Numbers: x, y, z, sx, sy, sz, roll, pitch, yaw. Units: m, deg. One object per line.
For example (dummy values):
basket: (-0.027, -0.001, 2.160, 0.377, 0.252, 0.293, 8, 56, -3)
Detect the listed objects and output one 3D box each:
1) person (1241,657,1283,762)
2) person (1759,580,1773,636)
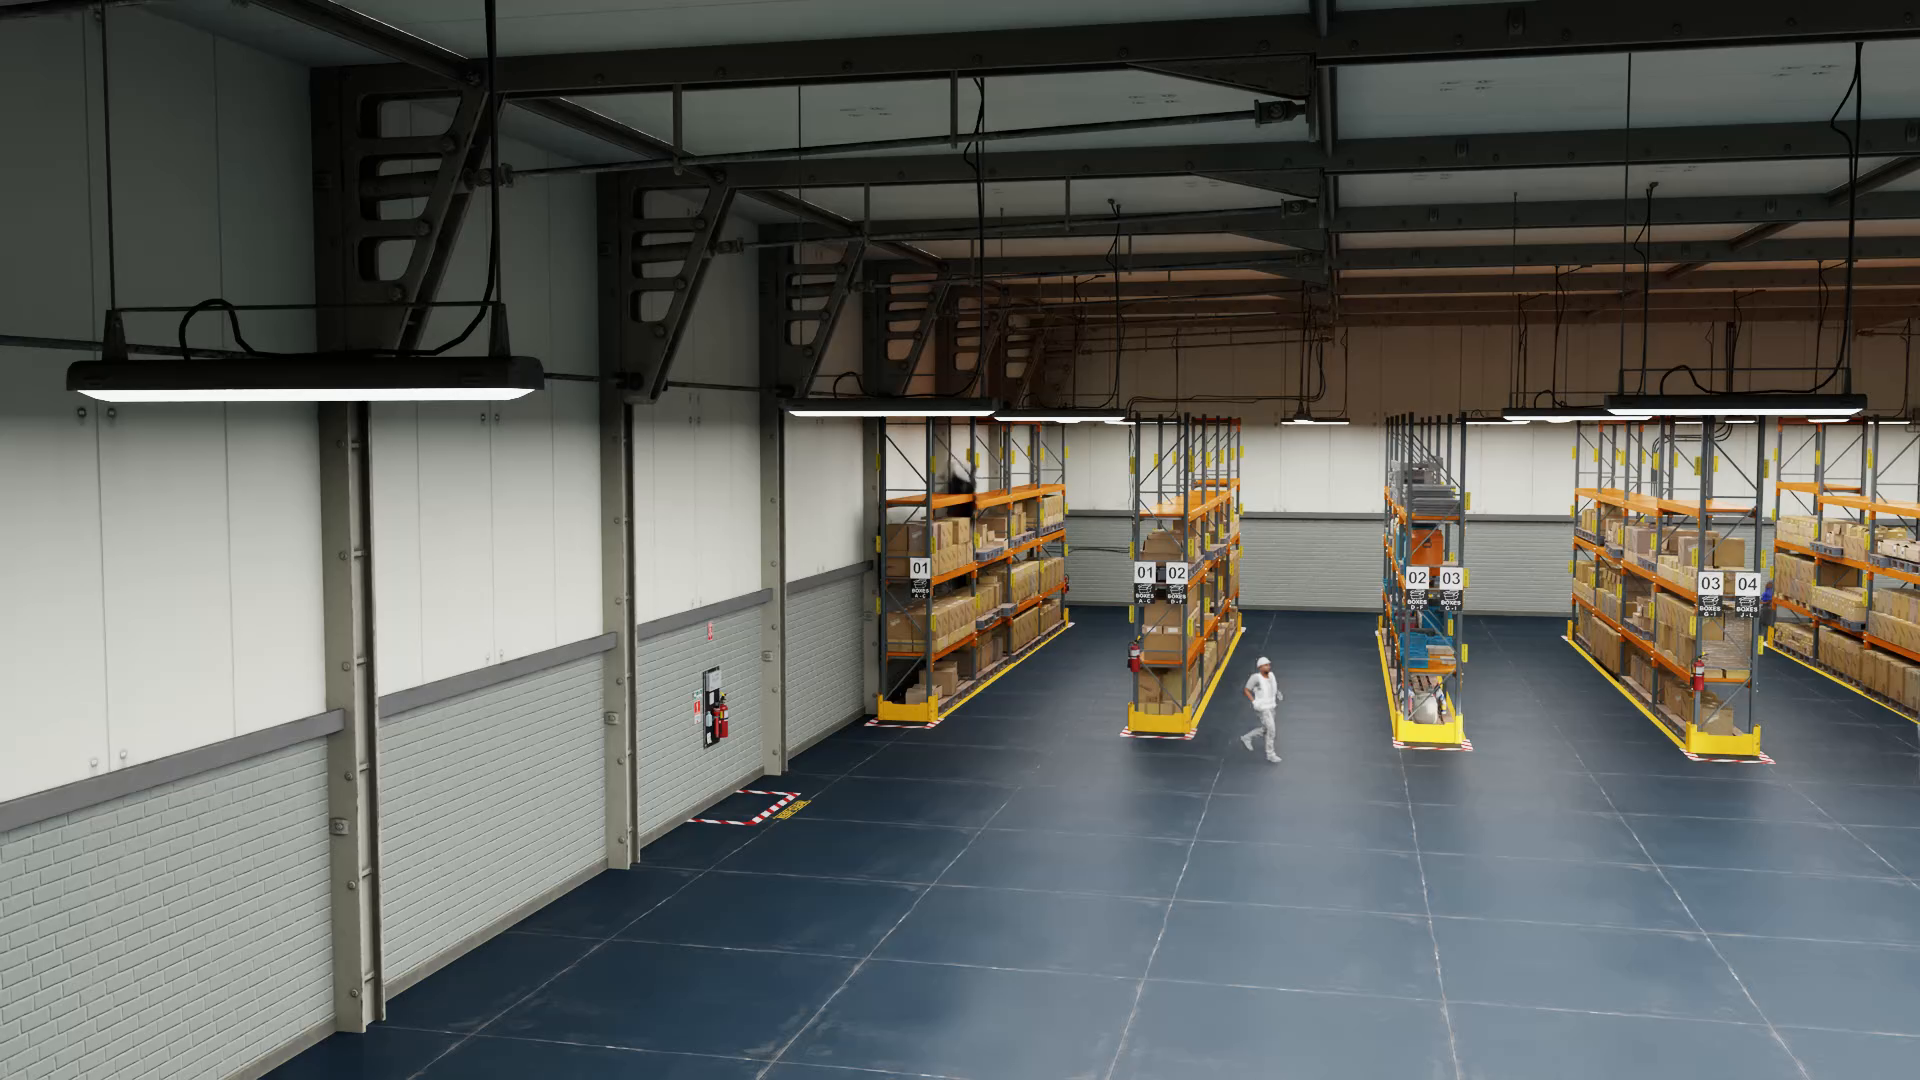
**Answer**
person: (5.219, 2.903, 28.700, 0.837, 1.779, 0.654, 4, 5, 44)
person: (21.732, 1.884, 44.981, 0.738, 1.628, 0.715, 2, 4, 27)
